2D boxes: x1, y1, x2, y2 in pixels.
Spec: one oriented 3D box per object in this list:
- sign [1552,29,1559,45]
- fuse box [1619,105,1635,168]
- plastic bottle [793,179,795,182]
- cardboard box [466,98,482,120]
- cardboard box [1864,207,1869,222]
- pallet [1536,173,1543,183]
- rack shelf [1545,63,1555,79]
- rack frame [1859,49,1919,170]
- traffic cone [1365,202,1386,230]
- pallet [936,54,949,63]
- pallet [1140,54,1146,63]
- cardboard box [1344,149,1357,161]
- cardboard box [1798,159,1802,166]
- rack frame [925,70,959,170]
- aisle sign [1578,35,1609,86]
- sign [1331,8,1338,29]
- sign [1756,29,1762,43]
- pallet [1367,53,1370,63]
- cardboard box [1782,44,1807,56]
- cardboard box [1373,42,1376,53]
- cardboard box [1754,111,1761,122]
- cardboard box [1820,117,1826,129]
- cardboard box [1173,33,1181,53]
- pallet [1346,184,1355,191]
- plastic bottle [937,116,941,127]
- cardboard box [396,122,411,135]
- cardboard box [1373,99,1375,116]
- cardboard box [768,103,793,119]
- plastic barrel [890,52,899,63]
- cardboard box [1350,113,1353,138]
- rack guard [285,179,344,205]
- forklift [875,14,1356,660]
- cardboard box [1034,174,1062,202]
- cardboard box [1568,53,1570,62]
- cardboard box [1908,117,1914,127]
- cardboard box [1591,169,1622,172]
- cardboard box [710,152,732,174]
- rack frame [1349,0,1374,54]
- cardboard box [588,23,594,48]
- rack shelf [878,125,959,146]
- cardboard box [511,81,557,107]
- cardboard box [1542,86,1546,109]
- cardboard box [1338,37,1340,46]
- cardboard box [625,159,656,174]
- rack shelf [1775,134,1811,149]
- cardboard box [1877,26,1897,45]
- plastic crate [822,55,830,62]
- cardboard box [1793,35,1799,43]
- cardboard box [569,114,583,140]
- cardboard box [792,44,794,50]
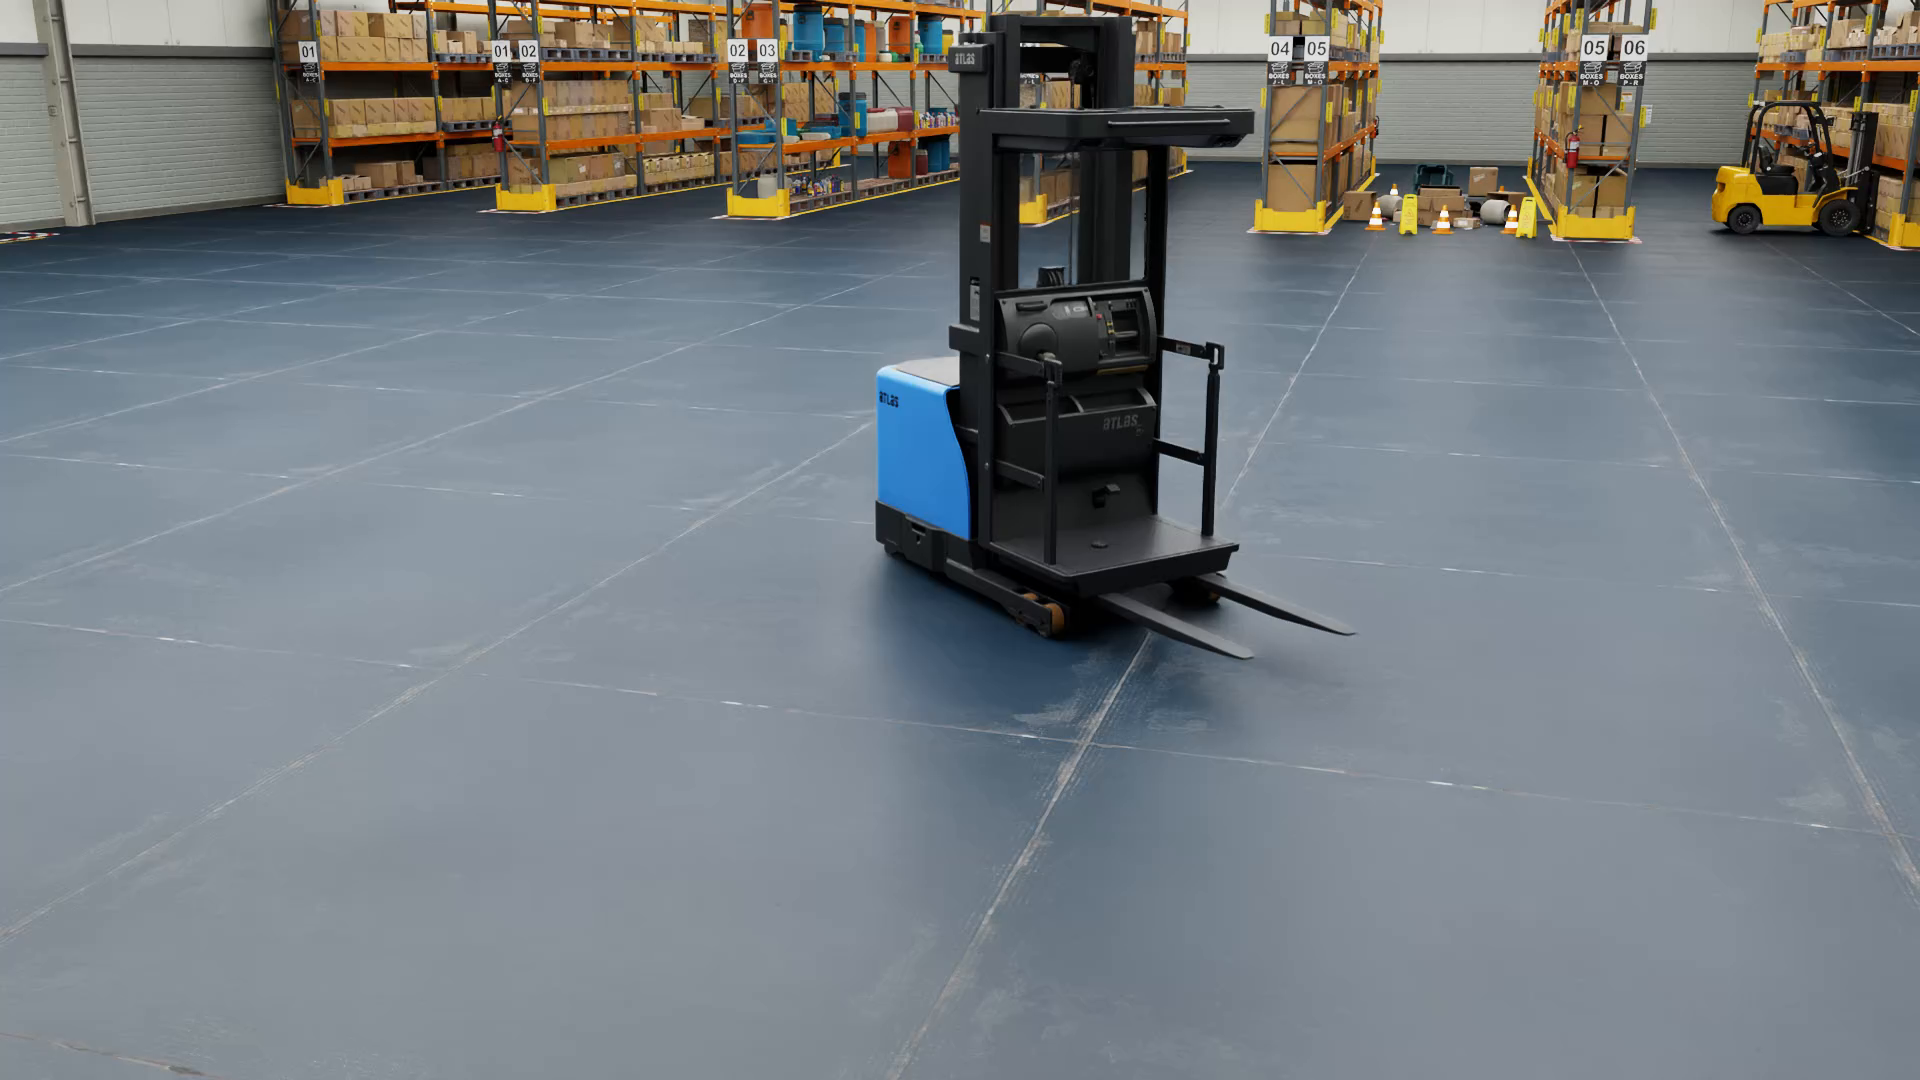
[{"bbox_3d":[12.198,-10.301,34.058,0.100,0.325,0.005,5,16,16],"label":"sign"},{"bbox_3d":[18.554,-11.275,46.443,0.539,1.711,0.414,5,16,16],"label":"fuse box"},{"bbox_3d":[-3.427,-7.268,34.128,0.061,0.283,0.133,5,17,18],"label":"plastic bottle"},{"bbox_3d":[-11.657,-10.110,38.988,0.700,0.500,0.500,7,17,24],"label":"cardboard box"},{"bbox_3d":[15.472,-5.472,27.895,0.500,0.250,0.500,5,17,18],"label":"cardboard box"},{"bbox_3d":[14.501,-8.743,40.269,1.003,0.211,1.213,5,16,16],"label":"pallet"},{"bbox_3d":[13.296,-10.146,35.923,1.077,0.370,4.000,5,16,16],"label":"rack shelf"},{"bbox_3d":[16.351,-7.095,29.347,1.000,3.000,0.127,5,16,16],"label":"rack frame"},{"bbox_3d":[7.192,-5.598,28.719,0.336,0.463,0.334,5,16,16],"label":"traffic cone"},{"bbox_3d":[-0.834,-11.567,39.963,1.003,0.211,1.213,5,16,16],"label":"pallet"},{"bbox_3d":[3.674,-11.112,38.356,1.003,0.211,1.213,5,17,18],"label":"pallet"},{"bbox_3d":[8.525,-8.537,36.869,0.500,0.250,0.500,4,16,15],"label":"cardboard box"},{"bbox_3d":[17.739,-7.872,34.709,0.380,0.149,0.250,4,16,15],"label":"cardboard box"},{"bbox_3d":[-0.386,-10.725,42.143,1.000,3.000,0.127,5,16,16],"label":"rack frame"},{"bbox_3d":[10.159,-7.689,26.678,0.394,0.787,0.004,5,16,16],"label":"aisle sign"},{"bbox_3d":[6.210,-8.647,27.574,0.100,0.325,0.005,5,16,16],"label":"sign"},{"bbox_3d":[19.241,-12.140,40.035,0.100,0.325,0.005,5,16,16],"label":"sign"},{"bbox_3d":[8.812,-11.129,38.415,1.213,0.211,1.003,5,16,16],"label":"pallet"},{"bbox_3d":[18.522,-10.848,36.810,0.500,0.250,0.500,5,16,16],"label":"cardboard box"},{"bbox_3d":[9.759,-11.909,40.179,0.500,0.250,0.500,5,17,17],"label":"cardboard box"},{"bbox_3d":[19.231,-10.076,39.585,0.500,0.250,0.500,5,17,16],"label":"cardboard box"},{"bbox_3d":[16.984,-8.082,32.184,0.500,0.250,0.500,5,17,18],"label":"cardboard box"},{"bbox_3d":[5.404,-12.988,43.490,0.700,0.500,0.500,4,16,13],"label":"cardboard box"},{"bbox_3d":[8.177,-7.746,36.751,1.003,0.211,1.213,5,16,16],"label":"pallet"},{"bbox_3d":[-0.539,-10.213,40.568,0.152,0.276,0.135,5,16,16],"label":"plastic bottle"},{"bbox_3d":[-12.279,-8.927,36.045,0.500,0.250,0.500,5,16,16],"label":"cardboard box"},{"bbox_3d":[10.194,-10.895,42.016,0.500,0.500,0.500,4,16,15],"label":"cardboard box"},{"bbox_3d":[-4.728,-11.270,43.883,0.500,0.500,0.500,5,17,17],"label":"cardboard box"},{"bbox_3d":[-1.543,-10.978,37.823,0.294,0.245,0.294,0,16,0],"label":"plastic barrel"},{"bbox_3d":[7.797,-8.531,34.227,0.500,0.500,0.500,4,16,15],"label":"cardboard box"},{"bbox_3d":[-13.273,-7.171,34.194,1.175,0.500,0.348,5,16,16],"label":"rack guard"},{"bbox_3d":[0.717,-1.080,8.267,1.130,2.935,3.031,-10,18,-30],"label":"forklift"},{"bbox_3d":[1.681,-6.826,32.211,0.500,0.500,0.500,3,16,11],"label":"cardboard box"},{"bbox_3d":[11.137,-8.675,29.879,0.380,0.149,0.250,5,16,16],"label":"cardboard box"},{"bbox_3d":[15.044,-6.521,25.951,0.380,0.149,0.250,5,17,17],"label":"cardboard box"},{"bbox_3d":[11.394,-6.277,29.356,0.500,0.500,0.500,6,17,19],"label":"cardboard box"},{"bbox_3d":[-5.867,-9.169,40.434,0.500,0.500,0.500,5,17,18],"label":"cardboard box"},{"bbox_3d":[9.090,-12.816,38.521,1.000,3.000,0.127,5,16,16],"label":"rack frame"},{"bbox_3d":[-7.996,-10.358,34.137,0.797,0.503,0.637,7,17,22],"label":"cardboard box"},{"bbox_3d":[-0.954,-9.855,40.396,1.077,0.370,4.000,5,16,16],"label":"rack shelf"},{"bbox_3d":[-8.384,-8.777,32.717,0.700,0.500,0.500,5,16,16],"label":"cardboard box"},{"bbox_3d":[13.464,-10.008,37.602,0.500,0.500,0.500,5,17,17],"label":"cardboard box"},{"bbox_3d":[6.515,-8.824,29.453,0.380,0.149,0.250,5,17,16],"label":"cardboard box"},{"bbox_3d":[-7.051,-8.254,36.676,0.500,0.311,0.500,5,16,16],"label":"cardboard box"},{"bbox_3d":[18.056,-8.319,34.979,1.077,0.370,4.000,5,16,16],"label":"rack shelf"},{"bbox_3d":[15.881,-8.547,28.178,0.500,0.311,0.500,5,17,17],"label":"cardboard box"},{"bbox_3d":[-2.727,-9.496,32.799,0.243,0.136,0.396,5,16,16],"label":"plastic crate"},{"bbox_3d":[17.951,-10.652,35.351,0.380,0.149,0.250,4,16,15],"label":"cardboard box"},{"bbox_3d":[-8.108,-8.407,33.788,0.700,0.500,0.500,5,17,16],"label":"cardboard box"},{"bbox_3d":[-4.617,-12.960,43.886,0.500,0.250,0.500,5,16,16],"label":"cardboard box"}]
